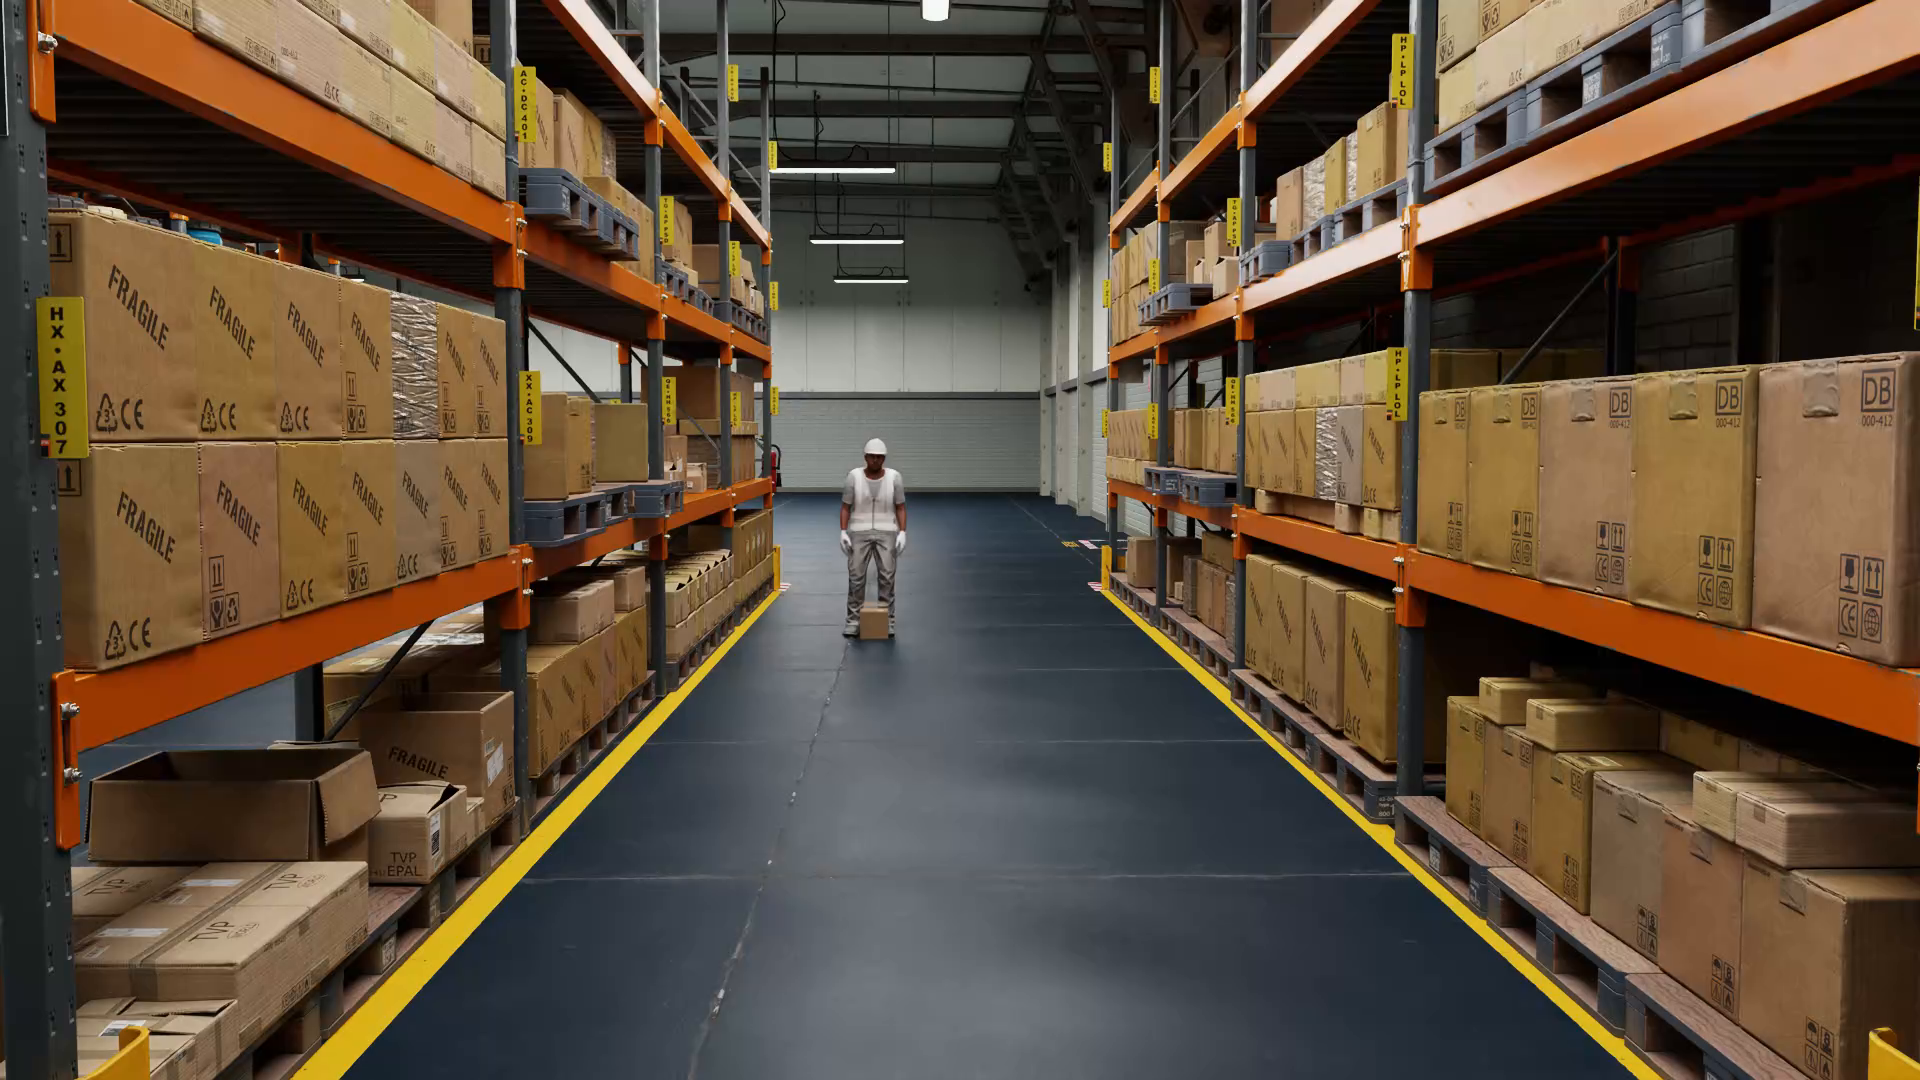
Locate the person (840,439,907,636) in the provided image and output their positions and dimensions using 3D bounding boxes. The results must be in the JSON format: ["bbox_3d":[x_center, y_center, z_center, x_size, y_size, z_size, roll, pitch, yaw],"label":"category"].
[{"bbox_3d":[-0.782,-0.026,14.993,0.604,1.774,0.446,0,4,-4],"label":"person"}]
